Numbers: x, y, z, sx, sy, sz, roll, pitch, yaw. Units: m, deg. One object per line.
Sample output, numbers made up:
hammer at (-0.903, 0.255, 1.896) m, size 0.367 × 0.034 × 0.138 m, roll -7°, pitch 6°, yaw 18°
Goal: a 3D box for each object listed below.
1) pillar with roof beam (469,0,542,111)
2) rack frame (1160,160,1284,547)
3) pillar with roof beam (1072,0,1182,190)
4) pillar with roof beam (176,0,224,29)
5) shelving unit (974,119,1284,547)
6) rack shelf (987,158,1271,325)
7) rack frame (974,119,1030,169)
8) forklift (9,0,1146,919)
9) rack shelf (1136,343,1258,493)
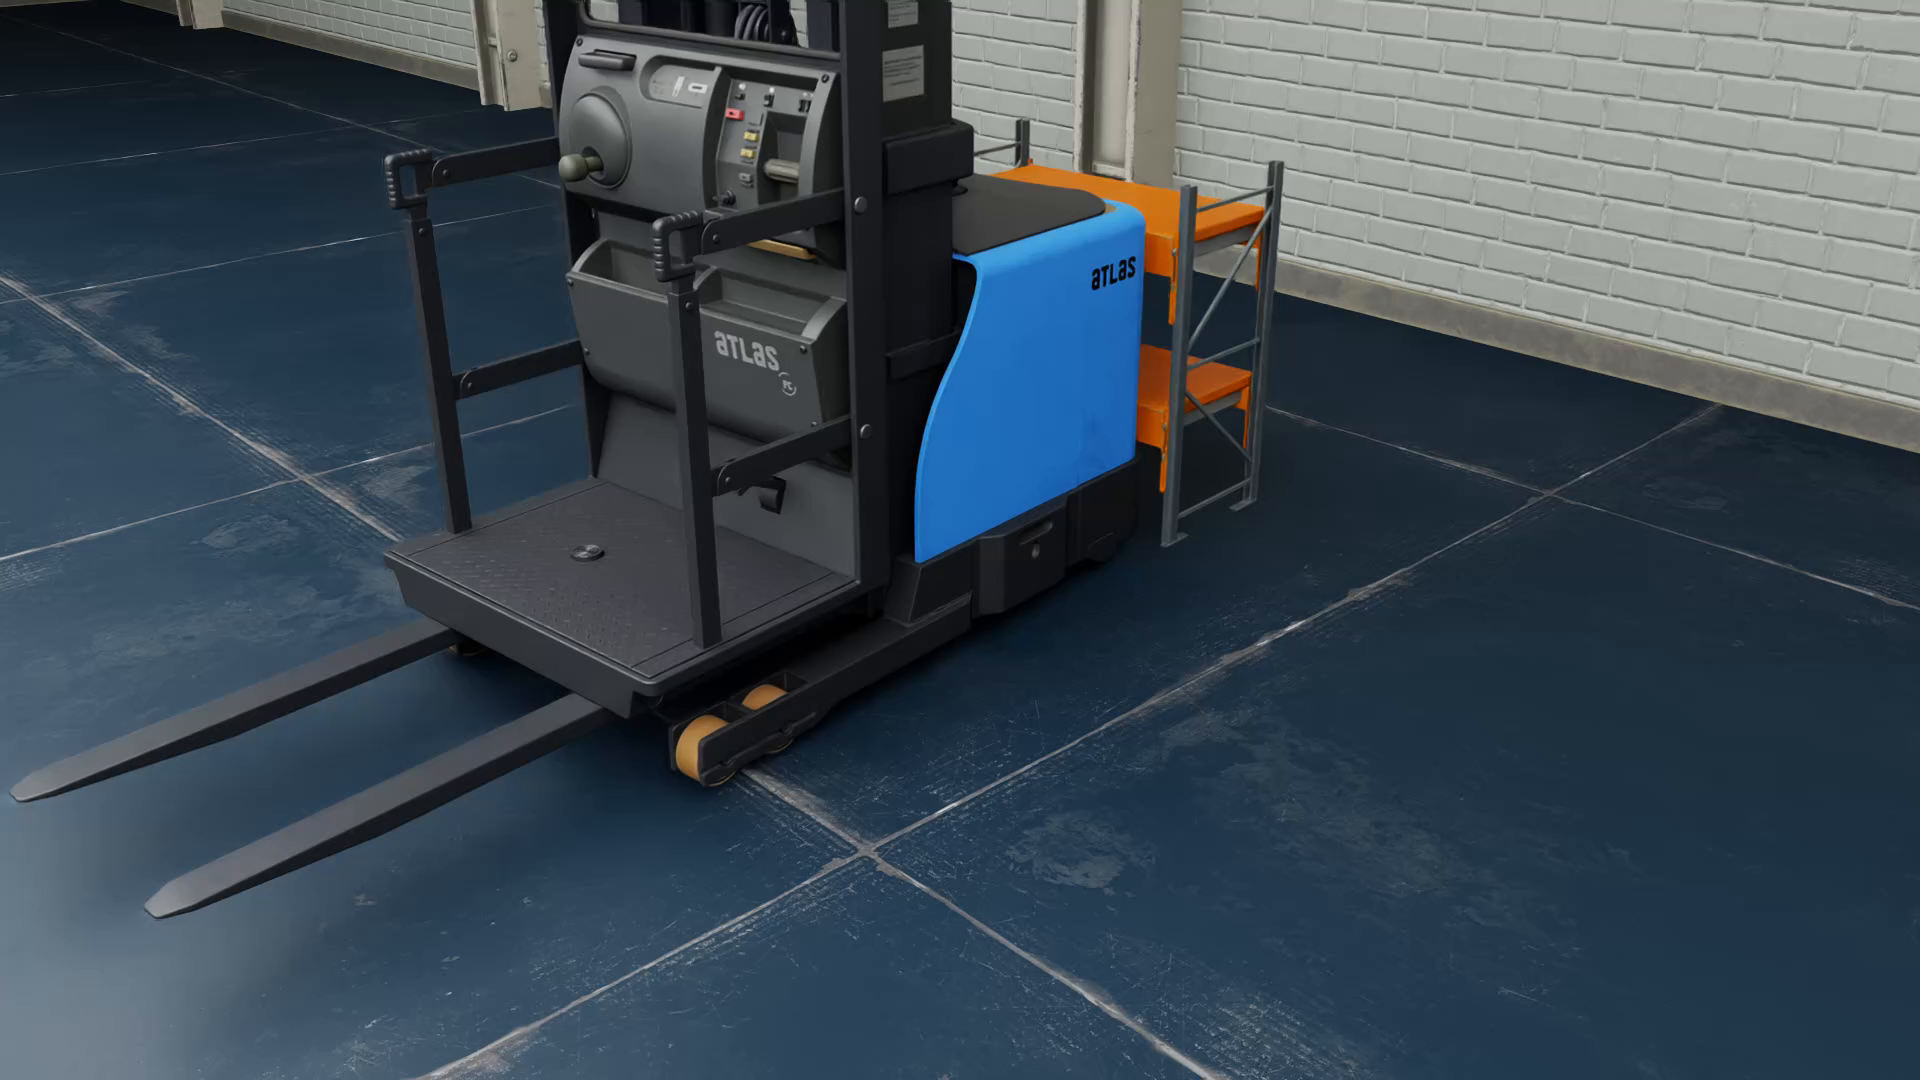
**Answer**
pillar with roof beam at (-6.449, -6.090, 7.758) m, size 9.100 × 9.000 × 0.400 m, roll -21°, pitch 32°, yaw -38°
rack frame at (0.810, -0.570, 5.144) m, size 0.032 × 1.125 × 0.500 m, roll 21°, pitch 32°, yaw 38°
pillar with roof beam at (-2.348, -4.272, 3.773) m, size 9.100 × 9.000 × 0.400 m, roll -21°, pitch 32°, yaw -38°
pillar with roof beam at (-10.550, -7.908, 11.742) m, size 9.100 × 9.000 × 0.400 m, roll -21°, pitch 32°, yaw -38°
shelving unit at (0.435, -0.713, 5.457) m, size 1.048 × 1.125 × 0.538 m, roll 21°, pitch 32°, yaw 38°
rack shelf at (0.435, -0.979, 5.335) m, size 1.000 × 0.278 × 0.538 m, roll 21°, pitch 32°, yaw 38°
rack frame at (0.060, -0.855, 5.769) m, size 0.032 × 1.125 × 0.500 m, roll 21°, pitch 32°, yaw 38°
forklift at (-0.789, -0.983, 3.873) m, size 1.130 × 2.935 × 3.031 m, roll 20°, pitch 31°, yaw 36°
rack shelf at (0.435, -0.490, 5.558) m, size 1.000 × 0.278 × 0.538 m, roll 21°, pitch 32°, yaw 38°
